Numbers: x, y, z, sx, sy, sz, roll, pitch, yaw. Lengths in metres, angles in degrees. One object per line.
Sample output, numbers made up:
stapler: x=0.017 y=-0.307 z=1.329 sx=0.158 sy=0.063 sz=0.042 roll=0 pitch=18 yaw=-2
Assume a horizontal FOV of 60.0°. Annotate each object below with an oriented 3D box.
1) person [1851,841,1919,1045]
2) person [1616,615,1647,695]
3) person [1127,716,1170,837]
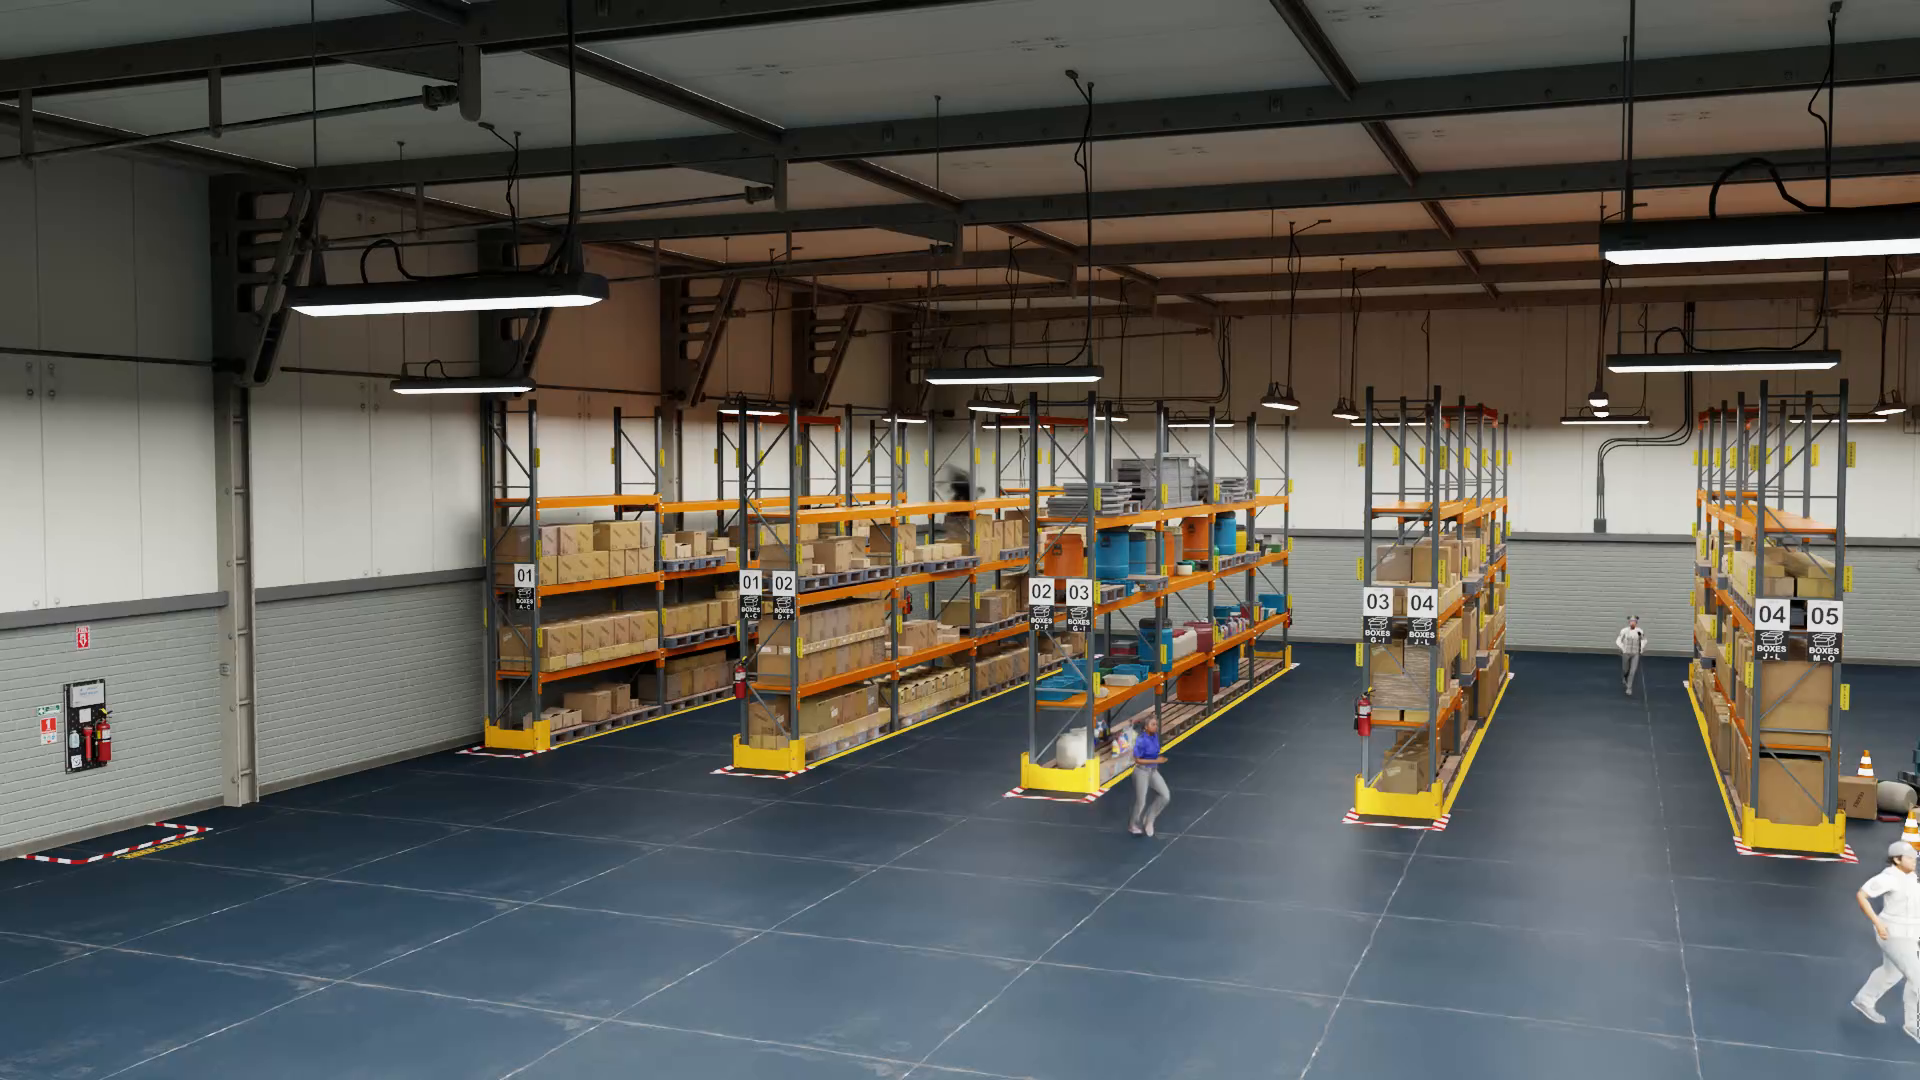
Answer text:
person: x=8.104 y=3.460 z=14.387 sx=0.581 sy=1.727 sz=0.771 roll=-2 pitch=4 yaw=-42
person: x=14.326 y=2.429 z=35.461 sx=0.621 sy=1.687 sz=0.810 roll=1 pitch=3 yaw=19
person: x=2.479 y=3.095 z=21.829 sx=0.607 sy=1.606 sz=0.762 roll=-2 pitch=4 yaw=-40
